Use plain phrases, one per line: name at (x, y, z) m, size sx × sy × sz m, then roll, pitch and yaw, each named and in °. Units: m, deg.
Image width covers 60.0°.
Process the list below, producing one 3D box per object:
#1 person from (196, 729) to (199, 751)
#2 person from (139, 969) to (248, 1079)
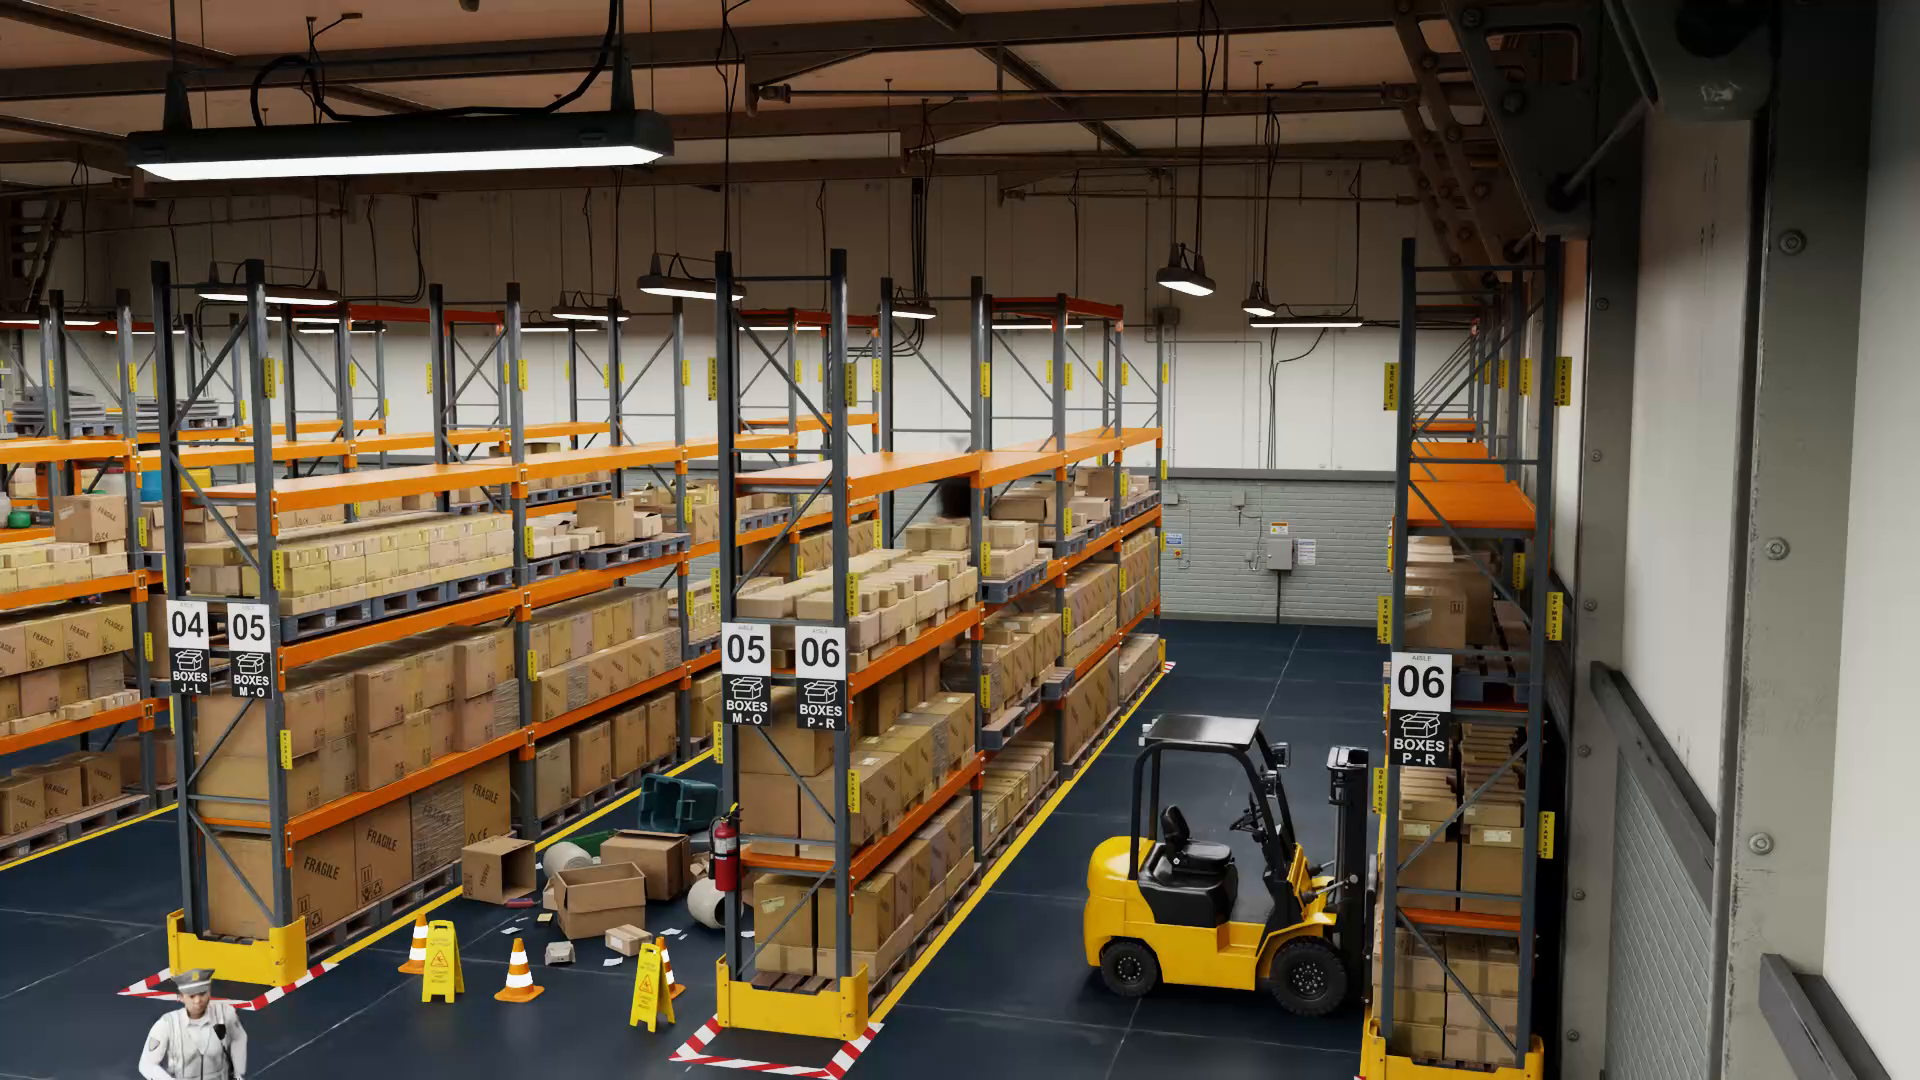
person at (-7.840, 2.430, 17.877) m, size 0.654 × 1.733 × 0.715 m, roll -1°, pitch 6°, yaw -11°
person at (-4.596, 3.312, 10.001) m, size 0.614 × 1.641 × 0.713 m, roll -4°, pitch 7°, yaw -33°
